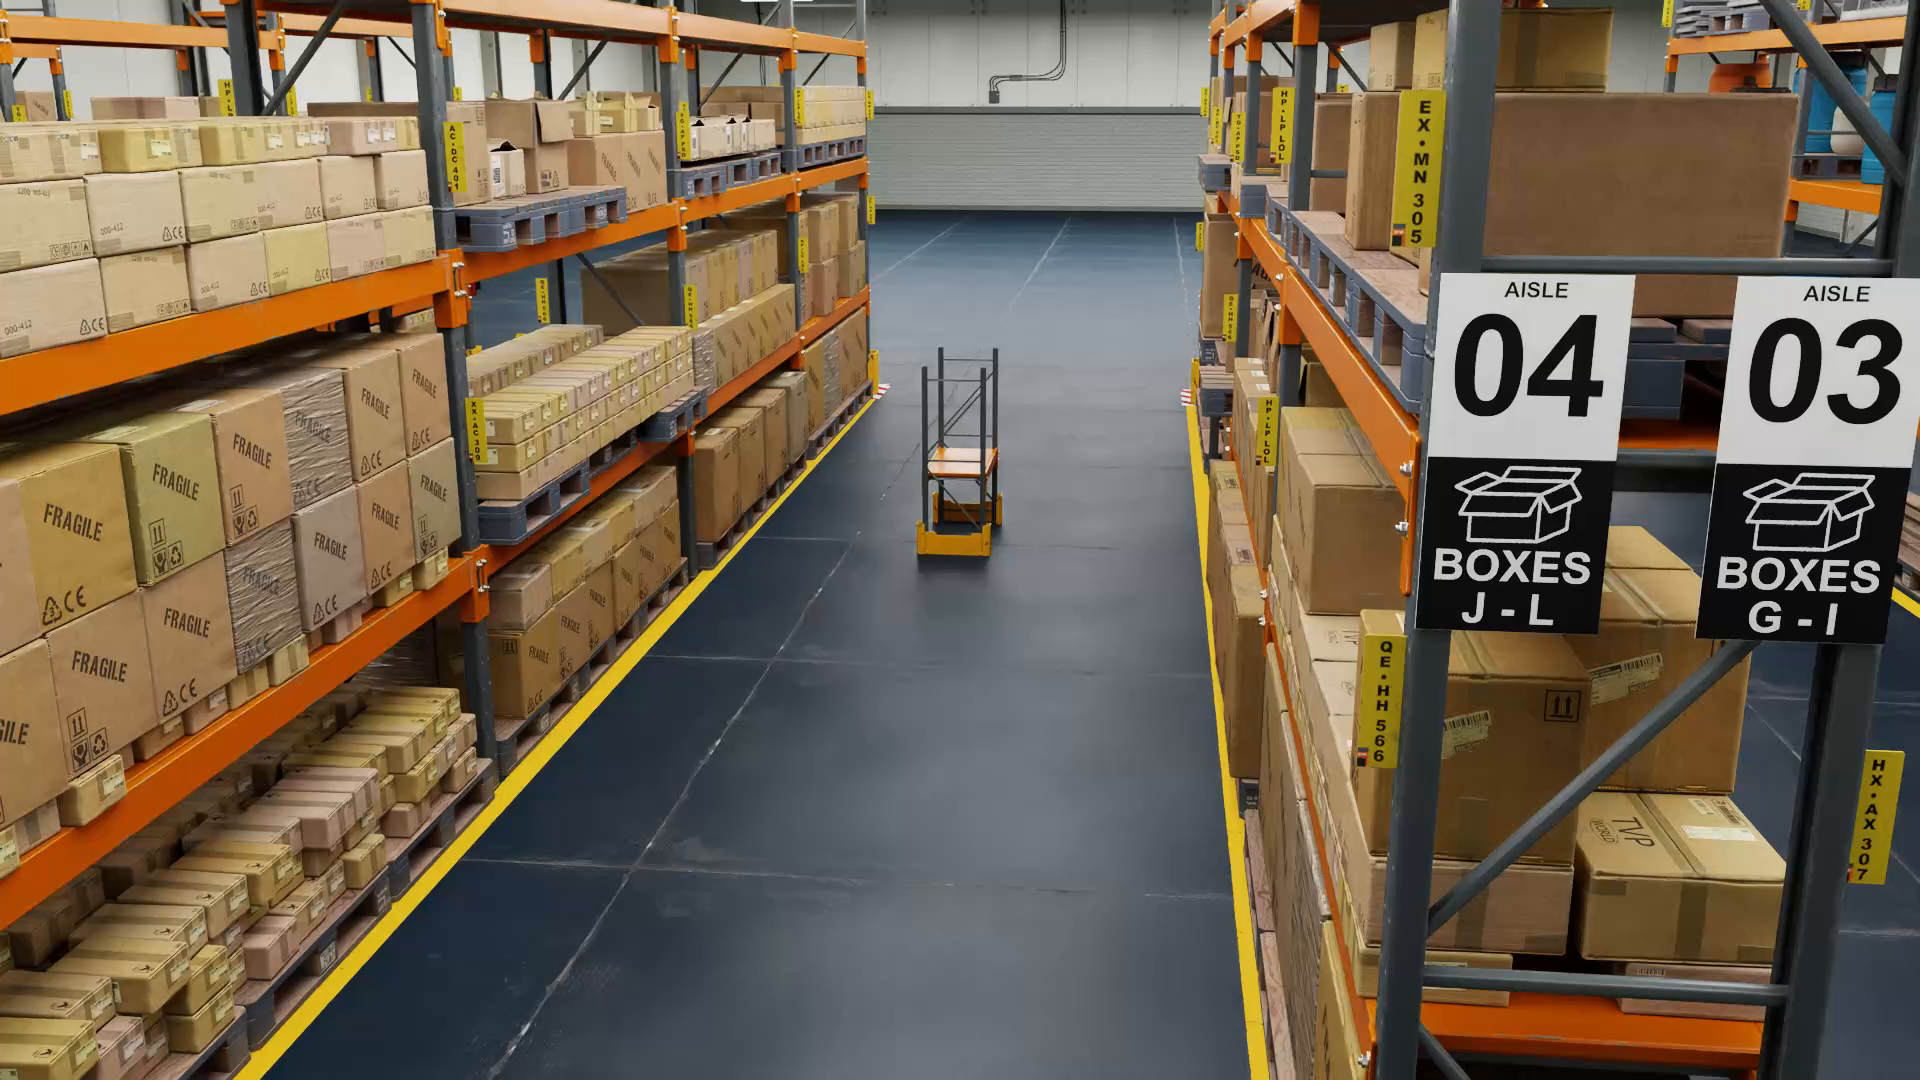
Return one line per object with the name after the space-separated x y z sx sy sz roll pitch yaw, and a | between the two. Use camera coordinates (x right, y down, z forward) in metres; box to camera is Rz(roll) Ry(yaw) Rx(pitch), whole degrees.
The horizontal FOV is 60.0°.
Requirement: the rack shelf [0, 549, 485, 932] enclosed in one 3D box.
-3.174 0.725 6.613 1.077 0.370 4.000 2 15 6 | rack shelf

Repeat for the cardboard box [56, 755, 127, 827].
-2.966 0.808 5.409 0.380 0.149 0.250 1 15 5 | cardboard box

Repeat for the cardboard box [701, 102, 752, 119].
-2.245 -4.121 16.132 0.500 0.250 0.500 2 15 6 | cardboard box

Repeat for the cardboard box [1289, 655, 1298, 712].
1.459 0.556 6.342 0.380 0.149 0.250 2 15 7 | cardboard box

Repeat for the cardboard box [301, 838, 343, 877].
-2.884 1.318 7.128 0.380 0.149 0.250 1 15 4 | cardboard box

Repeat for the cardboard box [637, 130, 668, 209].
-2.309 -2.519 11.294 0.500 0.500 0.500 2 15 6 | cardboard box

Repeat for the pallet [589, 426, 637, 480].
-2.680 -0.571 10.396 1.003 0.211 1.213 2 15 6 | pallet

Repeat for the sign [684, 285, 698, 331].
-1.957 -1.686 12.083 0.100 0.325 0.005 2 15 6 | sign

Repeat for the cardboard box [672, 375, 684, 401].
-2.126 -1.054 11.491 0.380 0.149 0.250 2 15 6 | cardboard box

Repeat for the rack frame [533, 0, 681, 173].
-2.497 -4.075 11.491 1.000 3.000 0.127 2 15 6 | rack frame

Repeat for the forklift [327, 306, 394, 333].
-4.921 -1.409 13.257 1.130 2.935 3.031 1 15 5 | forklift

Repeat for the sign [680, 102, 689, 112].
-2.597 -3.968 15.700 0.100 0.325 0.005 2 15 6 | sign

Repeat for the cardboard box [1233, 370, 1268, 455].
2.039 -0.803 10.692 0.500 0.500 0.500 1 15 5 | cardboard box

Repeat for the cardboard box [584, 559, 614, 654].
-2.498 0.405 10.400 0.500 0.500 0.500 2 15 7 | cardboard box

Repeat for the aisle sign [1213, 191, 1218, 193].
3.032 -4.361 19.063 0.394 0.787 0.004 2 15 6 | aisle sign

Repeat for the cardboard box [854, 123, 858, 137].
-1.353 -4.603 18.677 0.380 0.149 0.250 2 15 7 | cardboard box

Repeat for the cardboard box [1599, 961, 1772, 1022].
1.885 1.108 4.301 0.380 0.149 0.250 2 15 7 | cardboard box

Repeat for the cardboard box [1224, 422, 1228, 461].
2.708 -0.768 14.700 0.700 0.500 0.500 2 15 6 | cardboard box

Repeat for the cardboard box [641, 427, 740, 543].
-2.339 -0.451 13.087 1.050 0.750 0.750 1 15 5 | cardboard box

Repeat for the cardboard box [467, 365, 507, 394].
-2.949 -0.958 9.994 0.380 0.149 0.250 1 15 4 | cardboard box

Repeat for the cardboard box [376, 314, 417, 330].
-6.393 -2.478 18.862 0.380 0.149 0.250 2 15 9 | cardboard box

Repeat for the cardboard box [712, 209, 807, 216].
-2.023 -3.050 16.841 0.875 0.550 0.550 2 15 6 | cardboard box

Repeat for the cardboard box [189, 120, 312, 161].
-2.822 -1.591 6.618 0.380 0.149 0.250 1 15 4 | cardboard box

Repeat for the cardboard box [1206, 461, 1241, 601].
2.321 -0.005 11.200 1.225 0.875 0.875 1 15 4 | cardboard box

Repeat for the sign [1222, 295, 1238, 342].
1.880 -1.541 11.546 0.100 0.325 0.005 2 15 6 | sign

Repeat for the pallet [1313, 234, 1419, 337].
1.726 -0.847 5.470 1.003 0.211 1.213 2 15 6 | pallet

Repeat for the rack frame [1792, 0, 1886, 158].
7.793 -4.794 14.151 1.000 3.000 0.127 2 15 6 | rack frame

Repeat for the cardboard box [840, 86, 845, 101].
-1.439 -4.789 17.837 0.380 0.149 0.250 1 15 5 | cardboard box

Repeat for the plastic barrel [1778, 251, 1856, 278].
7.448 -2.049 14.531 0.600 0.901 0.708 2 15 6 | plastic barrel

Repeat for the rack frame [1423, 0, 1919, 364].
1.517 -1.827 3.181 1.000 3.000 0.127 2 15 6 | rack frame

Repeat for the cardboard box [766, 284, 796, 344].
-1.839 -2.121 15.568 0.500 0.500 0.500 2 15 6 | cardboard box

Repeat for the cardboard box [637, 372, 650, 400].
-2.215 -0.995 10.703 0.380 0.149 0.250 2 15 6 | cardboard box

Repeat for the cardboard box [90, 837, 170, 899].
-3.396 1.302 6.619 0.380 0.149 0.250 1 15 4 | cardboard box

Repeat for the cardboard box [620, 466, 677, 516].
-2.314 -0.352 11.763 0.500 0.250 0.500 1 15 5 | cardboard box

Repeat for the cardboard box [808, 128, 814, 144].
-1.639 -3.945 16.245 0.380 0.149 0.250 2 15 6 | cardboard box

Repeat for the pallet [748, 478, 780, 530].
-2.193 -0.350 14.553 1.003 0.211 1.213 2 15 6 | pallet

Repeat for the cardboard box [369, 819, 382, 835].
-2.883 1.344 7.602 0.380 0.149 0.250 1 15 5 | cardboard box

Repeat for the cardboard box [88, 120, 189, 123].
-3.341 -1.612 6.697 0.380 0.149 0.250 1 15 4 | cardboard box

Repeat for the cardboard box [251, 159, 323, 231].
-2.872 -1.361 6.532 0.500 0.250 0.500 2 15 9 | cardboard box

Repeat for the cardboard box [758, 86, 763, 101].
-2.208 -4.546 16.938 0.380 0.149 0.250 2 15 6 | cardboard box

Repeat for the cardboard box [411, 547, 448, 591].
-2.669 0.131 7.912 0.380 0.149 0.250 1 15 5 | cardboard box

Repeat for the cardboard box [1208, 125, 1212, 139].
2.936 -4.520 18.409 0.380 0.149 0.250 2 15 7 | cardboard box

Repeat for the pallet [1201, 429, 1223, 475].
2.912 -0.873 16.486 1.003 0.211 1.213 2 15 6 | pallet

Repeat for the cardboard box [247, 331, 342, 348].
-3.241 -0.706 7.849 0.500 0.500 0.500 2 15 8 | cardboard box

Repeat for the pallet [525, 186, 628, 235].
-2.659 -1.925 9.646 1.213 0.211 1.003 2 15 6 | pallet

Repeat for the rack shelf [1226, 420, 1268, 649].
2.194 -0.140 9.813 1.077 0.370 4.000 2 15 6 | rack shelf

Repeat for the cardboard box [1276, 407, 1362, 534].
1.660 -0.285 7.252 0.500 0.500 0.500 2 15 6 | cardboard box

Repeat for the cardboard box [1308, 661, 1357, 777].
1.423 0.600 5.413 0.500 0.250 0.500 1 15 4 | cardboard box

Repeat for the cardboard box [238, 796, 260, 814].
-3.326 1.246 7.393 0.380 0.149 0.250 2 15 9 | cardboard box

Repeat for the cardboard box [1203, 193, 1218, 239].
2.990 -3.621 18.630 0.500 0.500 0.500 2 15 6 | cardboard box

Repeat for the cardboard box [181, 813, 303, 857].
-2.941 1.247 6.822 0.380 0.149 0.250 2 15 6 | cardboard box

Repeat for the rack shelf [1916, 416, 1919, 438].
7.567 -1.032 13.110 1.077 0.370 4.000 2 15 6 | rack shelf

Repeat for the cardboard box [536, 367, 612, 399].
-2.302 -0.934 9.906 0.380 0.149 0.250 2 15 8 | cardboard box

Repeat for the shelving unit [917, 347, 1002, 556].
0.009 -0.744 13.539 0.587 1.500 1.083 2 15 6 | shelving unit

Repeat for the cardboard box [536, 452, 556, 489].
-2.421 -0.383 9.010 0.380 0.149 0.250 2 15 7 | cardboard box

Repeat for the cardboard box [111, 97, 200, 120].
-7.007 -3.736 14.510 0.500 0.250 0.500 2 15 7 | cardboard box

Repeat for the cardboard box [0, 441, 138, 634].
-3.035 -0.018 5.305 0.500 0.500 0.500 2 15 8 | cardboard box

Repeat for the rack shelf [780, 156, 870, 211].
-1.820 -3.835 17.732 1.077 0.370 4.000 2 15 6 | rack shelf
